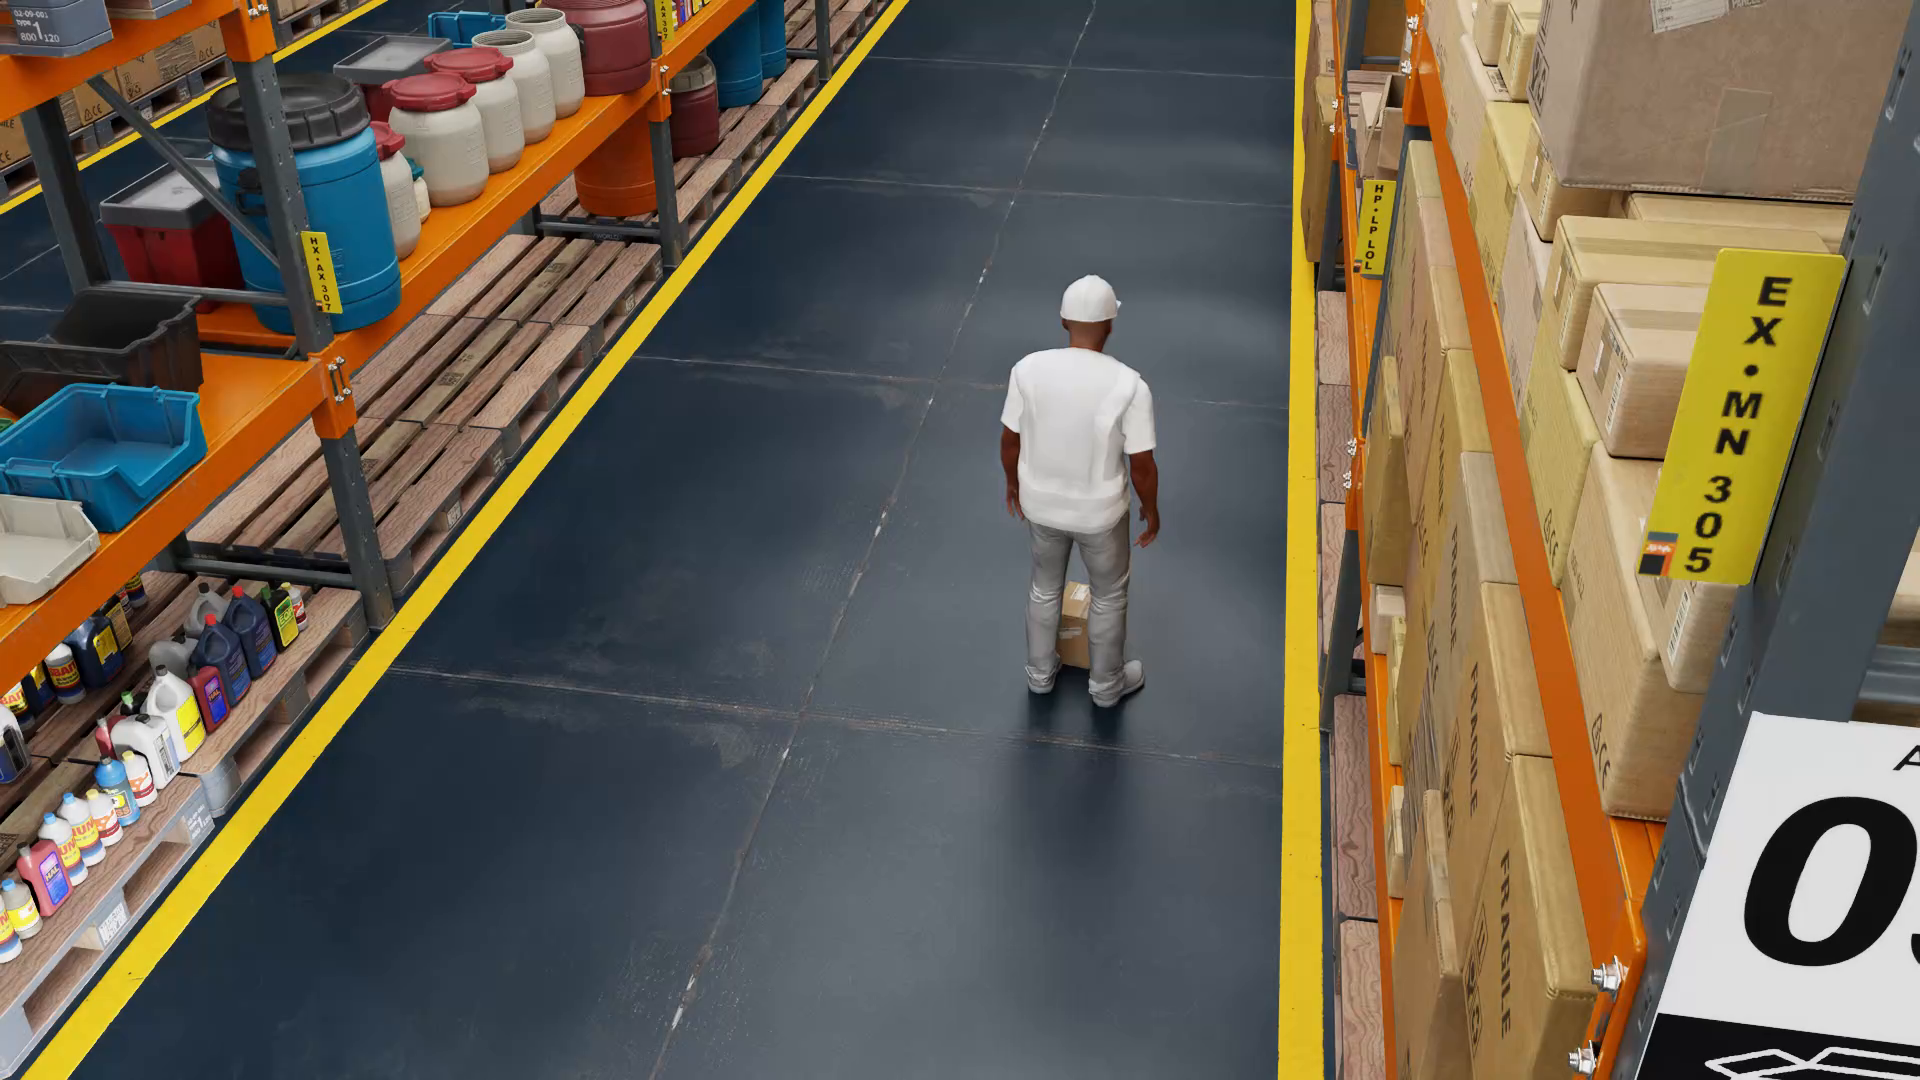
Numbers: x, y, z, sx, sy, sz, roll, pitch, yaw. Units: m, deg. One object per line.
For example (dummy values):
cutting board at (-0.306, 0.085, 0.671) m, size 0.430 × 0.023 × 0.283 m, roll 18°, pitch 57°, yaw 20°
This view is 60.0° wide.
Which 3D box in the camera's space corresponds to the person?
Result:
person at (0.461, -0.161, 6.375) m, size 0.627 × 1.761 × 0.457 m, roll 13°, pitch 34°, yaw 20°
